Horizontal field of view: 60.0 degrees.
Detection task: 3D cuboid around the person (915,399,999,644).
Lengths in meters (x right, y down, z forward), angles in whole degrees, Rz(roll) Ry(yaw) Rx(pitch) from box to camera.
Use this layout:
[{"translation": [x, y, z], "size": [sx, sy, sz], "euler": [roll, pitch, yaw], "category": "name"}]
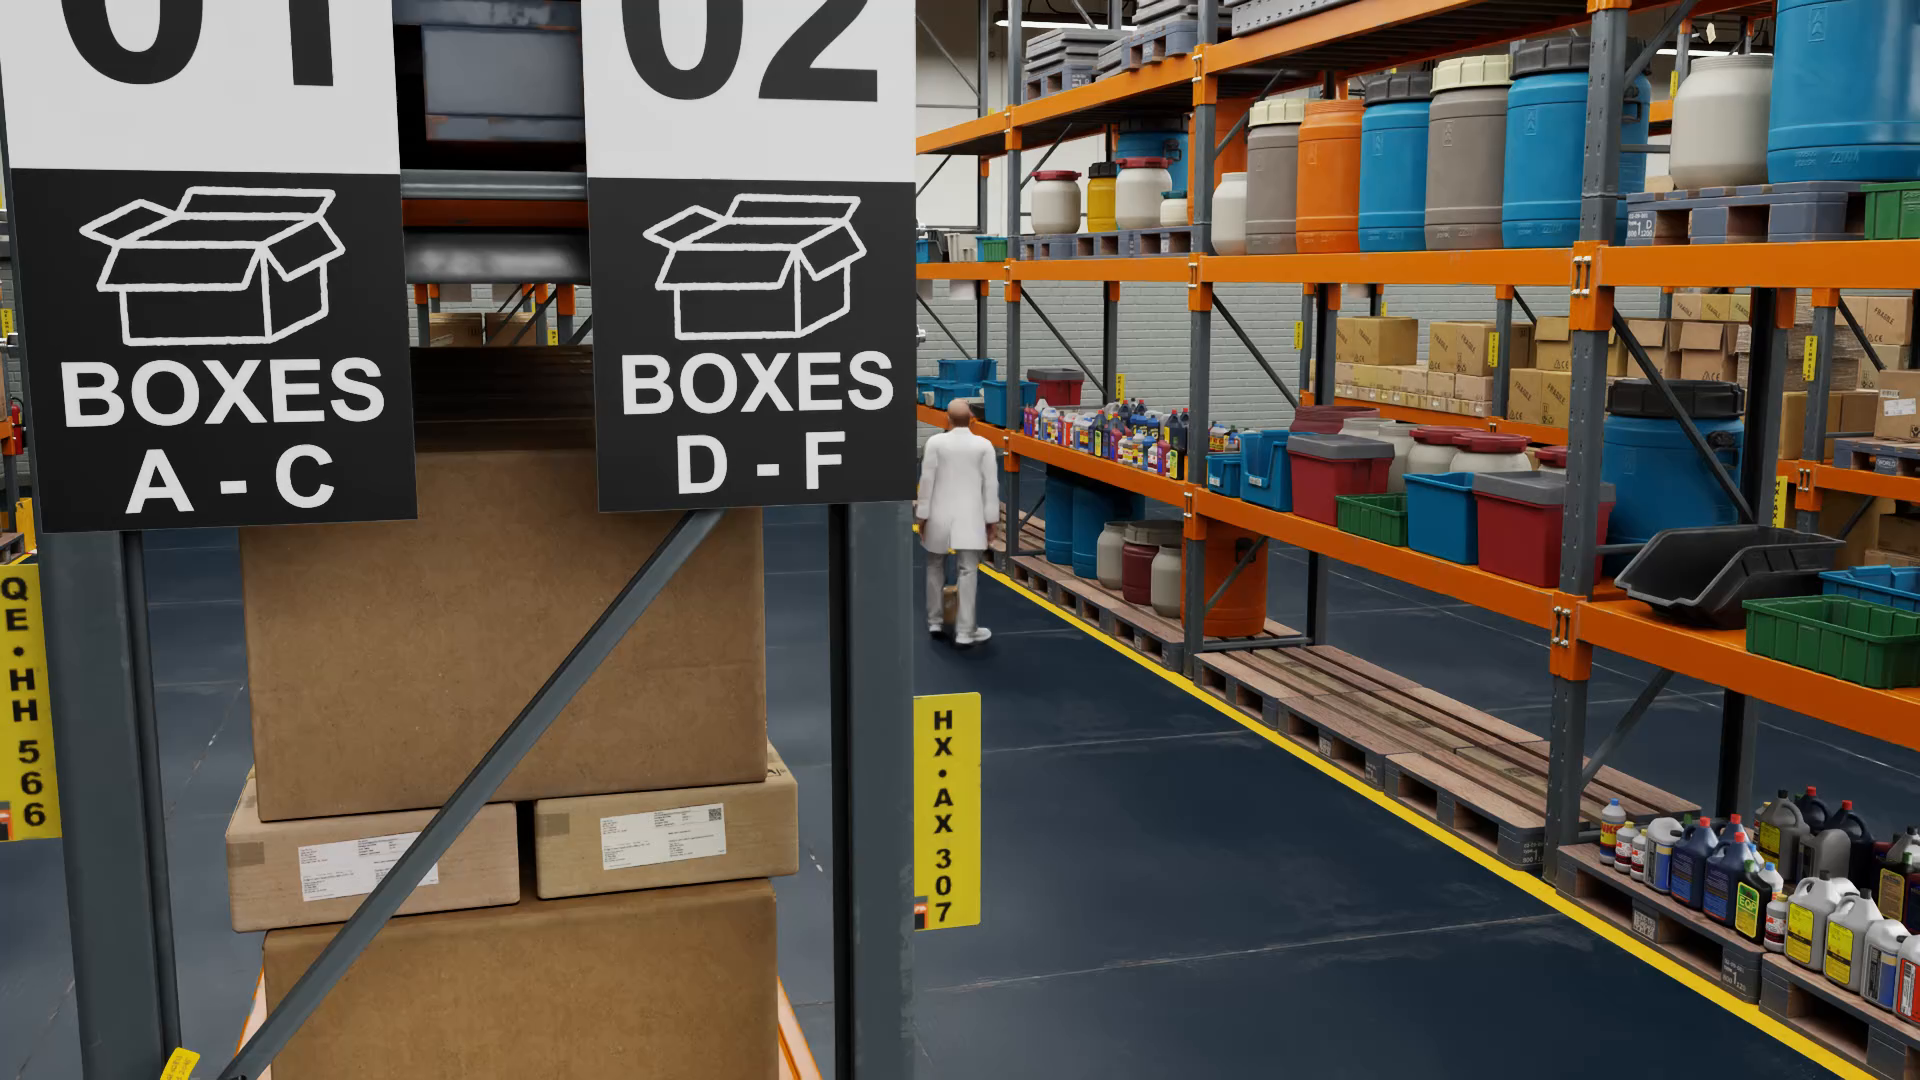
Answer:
[{"translation": [-0.018, -0.157, 12.272], "size": [0.614, 1.764, 0.768], "euler": [1, 9, 3], "category": "person"}]
